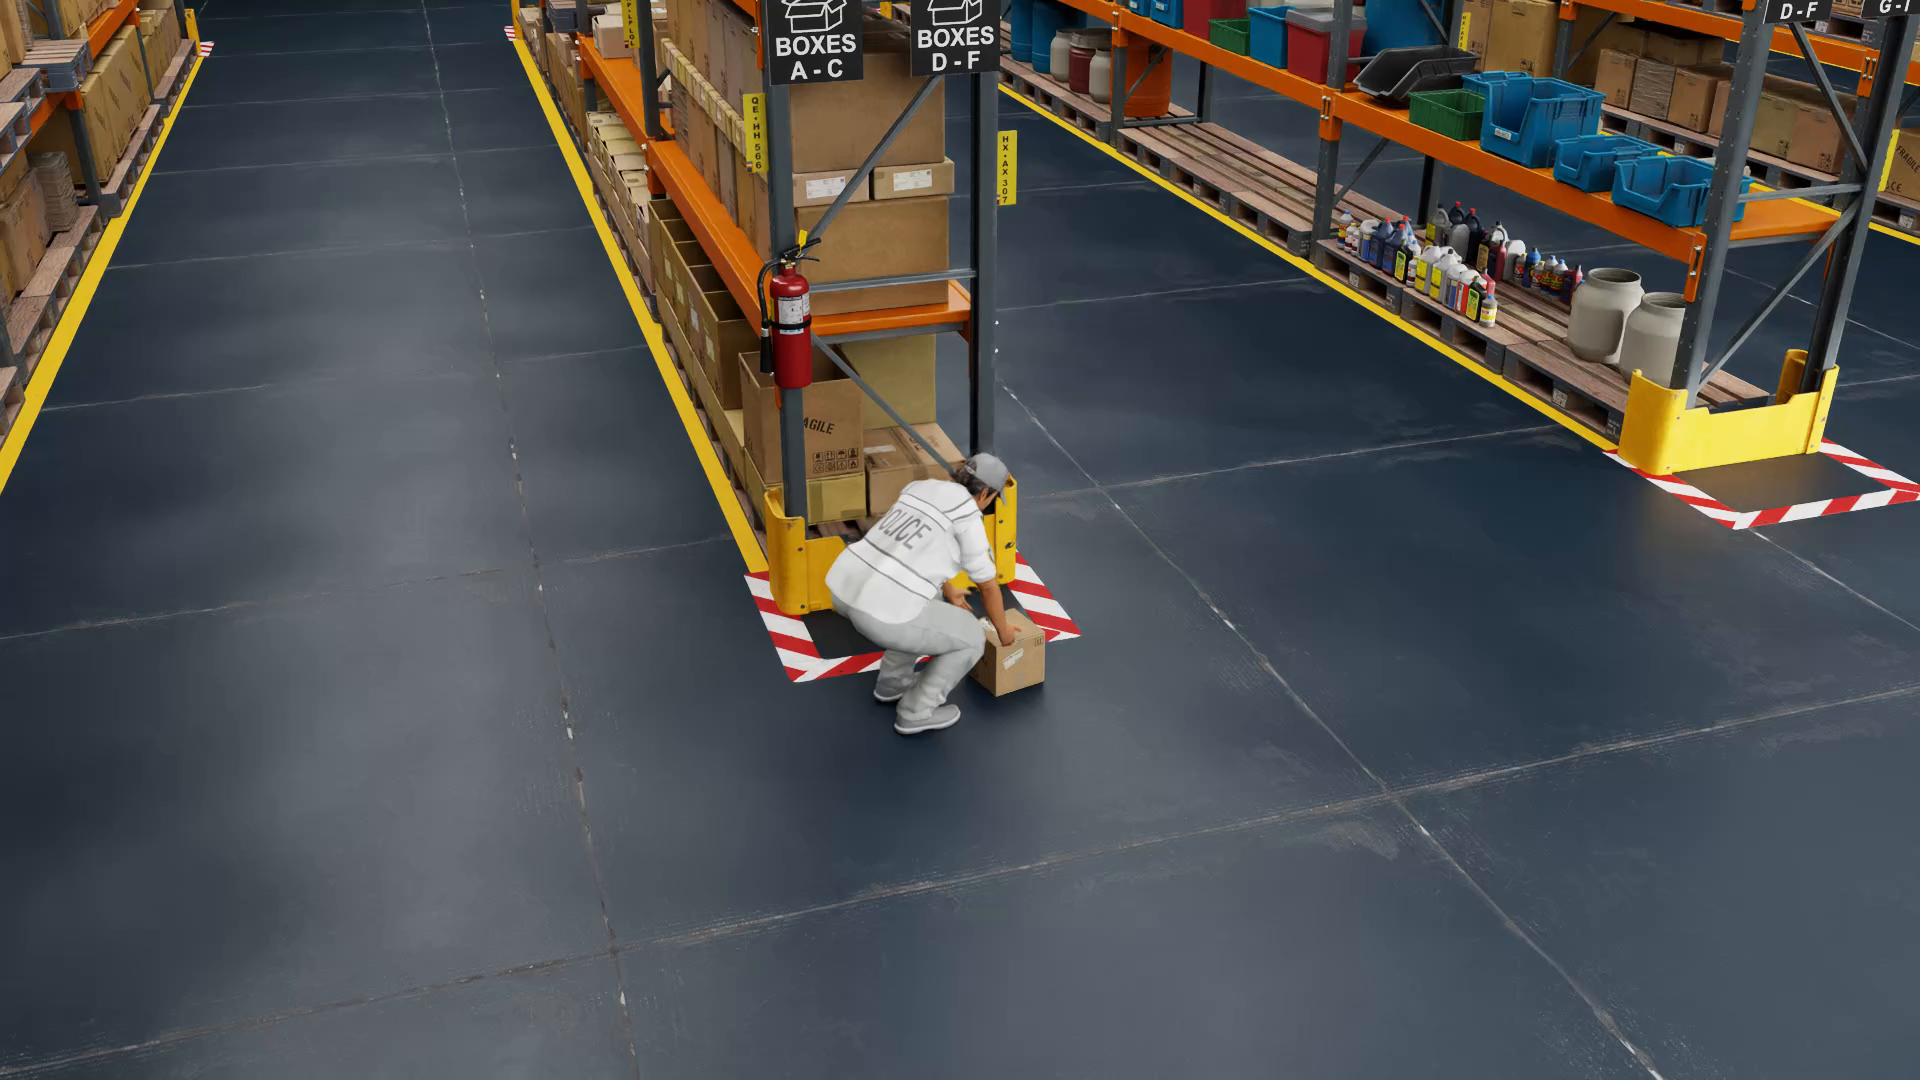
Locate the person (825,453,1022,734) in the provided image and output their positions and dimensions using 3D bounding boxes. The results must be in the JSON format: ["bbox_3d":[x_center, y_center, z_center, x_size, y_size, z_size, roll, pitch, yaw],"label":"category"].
[{"bbox_3d":[-0.146,0.212,6.865,0.837,1.067,0.536,-15,30,-28],"label":"person"}]
